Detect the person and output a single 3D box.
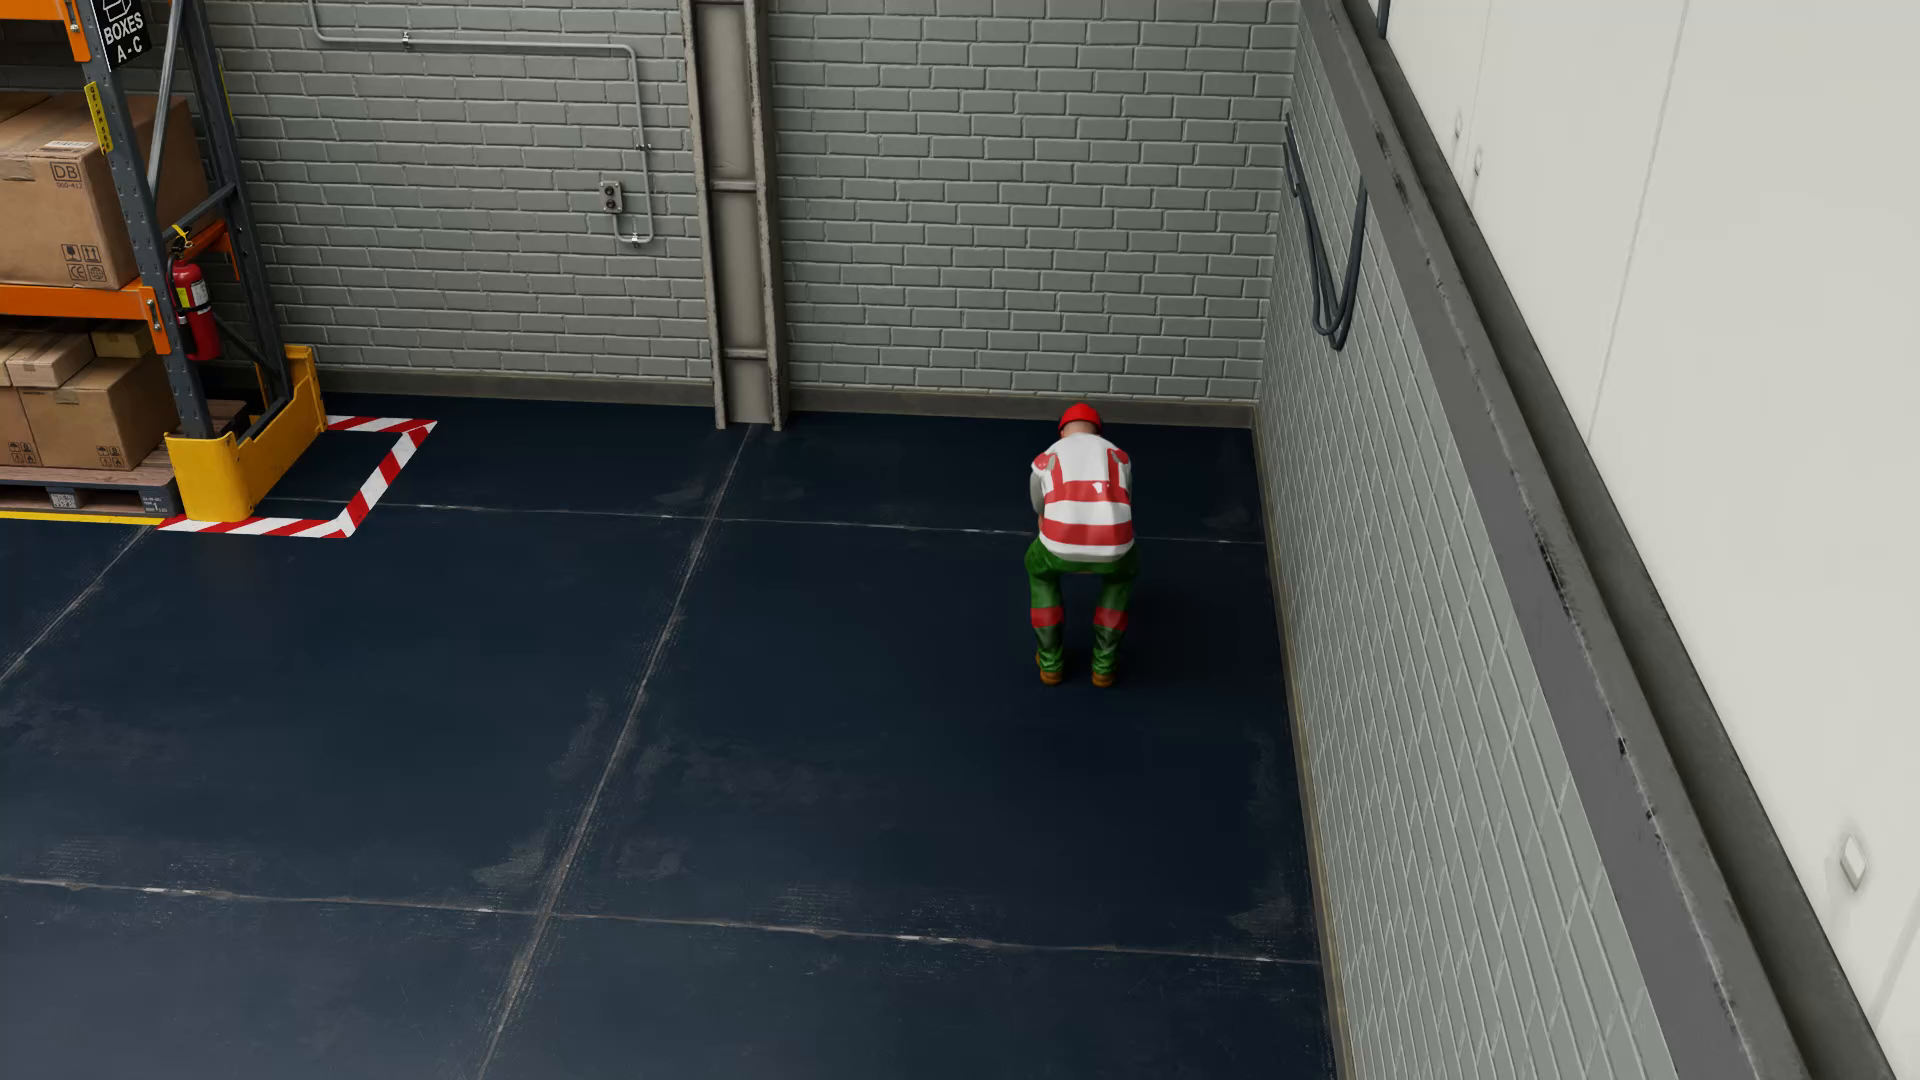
[{"bbox_3d":[0.560,0.038,7.693,0.525,1.111,0.954,1,32,2],"label":"person"}]
